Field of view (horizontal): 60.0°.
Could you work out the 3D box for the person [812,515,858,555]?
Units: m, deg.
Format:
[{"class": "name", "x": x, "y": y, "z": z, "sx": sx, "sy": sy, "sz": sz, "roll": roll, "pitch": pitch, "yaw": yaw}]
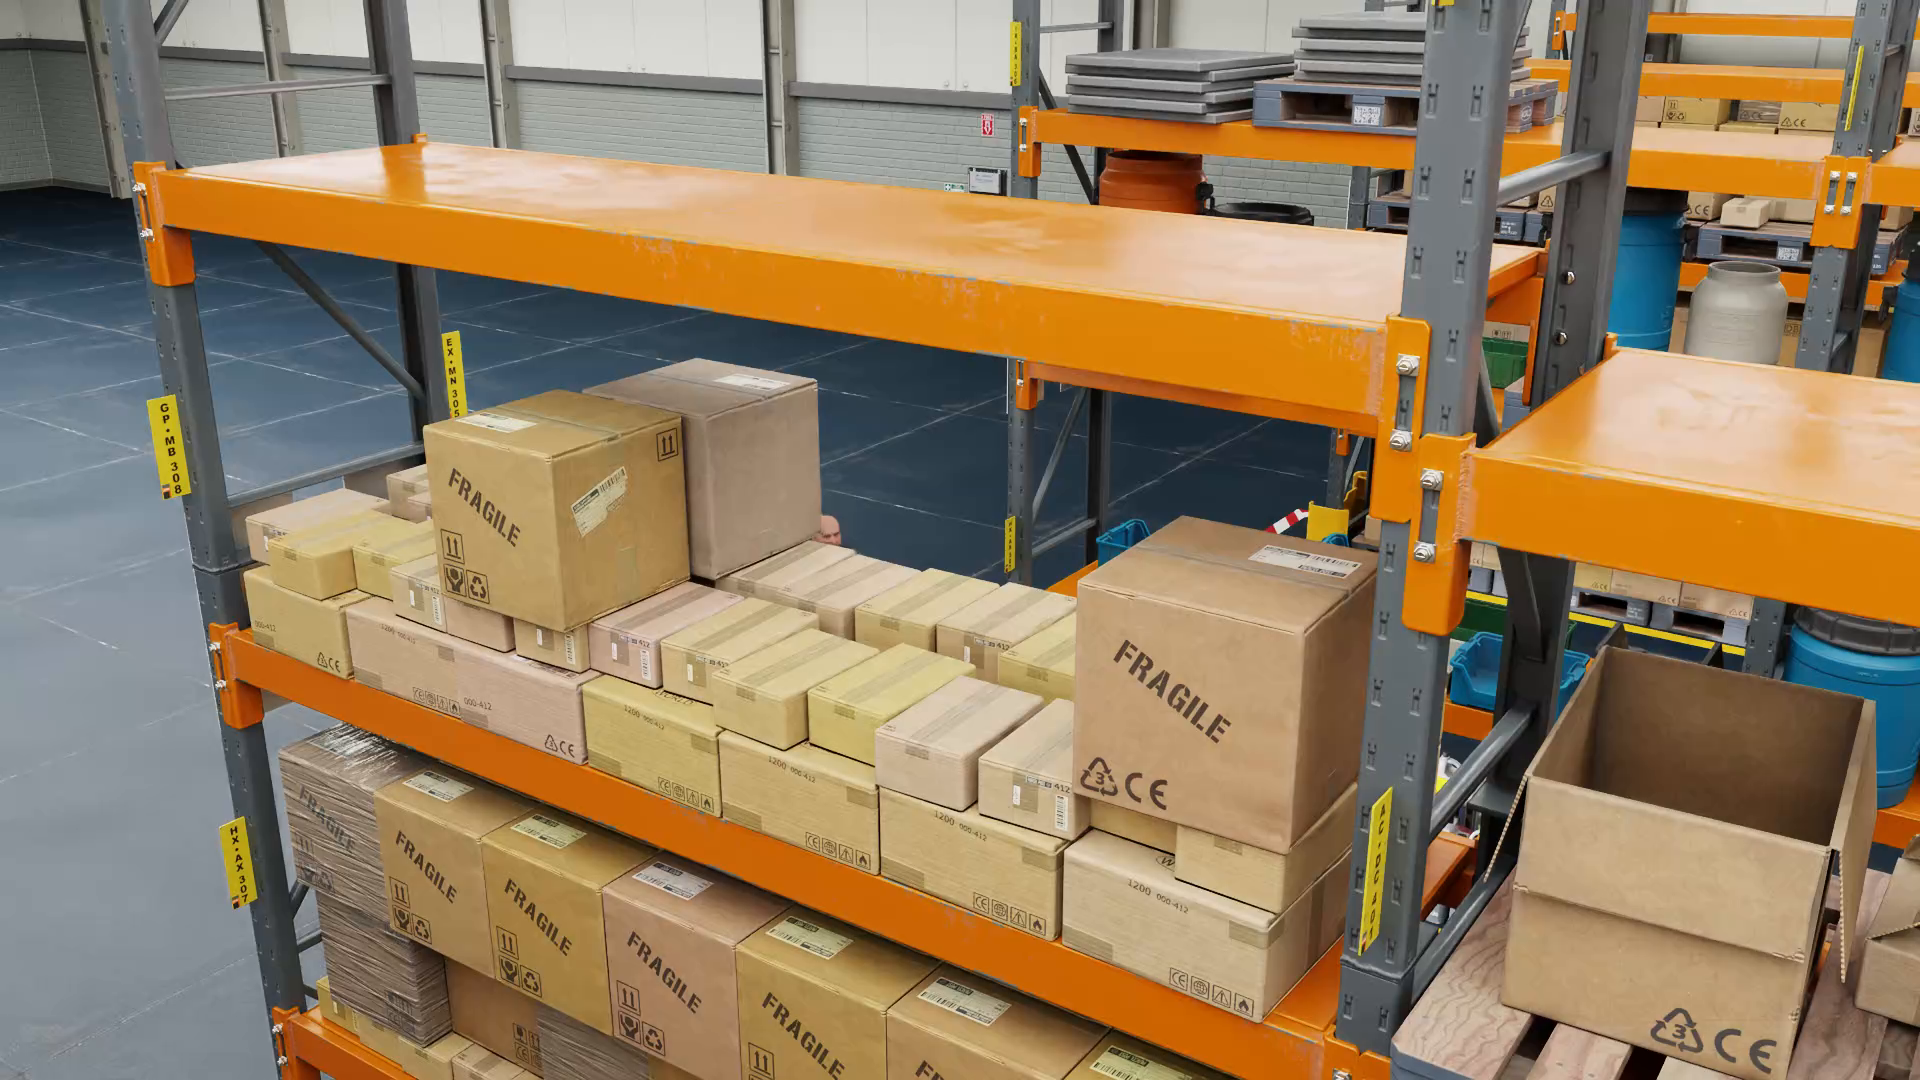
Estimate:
[{"class": "person", "x": -0.780, "y": 0.688, "z": 10.161, "sx": 0.546, "sy": 1.712, "sz": 0.887, "roll": -4, "pitch": 20, "yaw": -12}]
